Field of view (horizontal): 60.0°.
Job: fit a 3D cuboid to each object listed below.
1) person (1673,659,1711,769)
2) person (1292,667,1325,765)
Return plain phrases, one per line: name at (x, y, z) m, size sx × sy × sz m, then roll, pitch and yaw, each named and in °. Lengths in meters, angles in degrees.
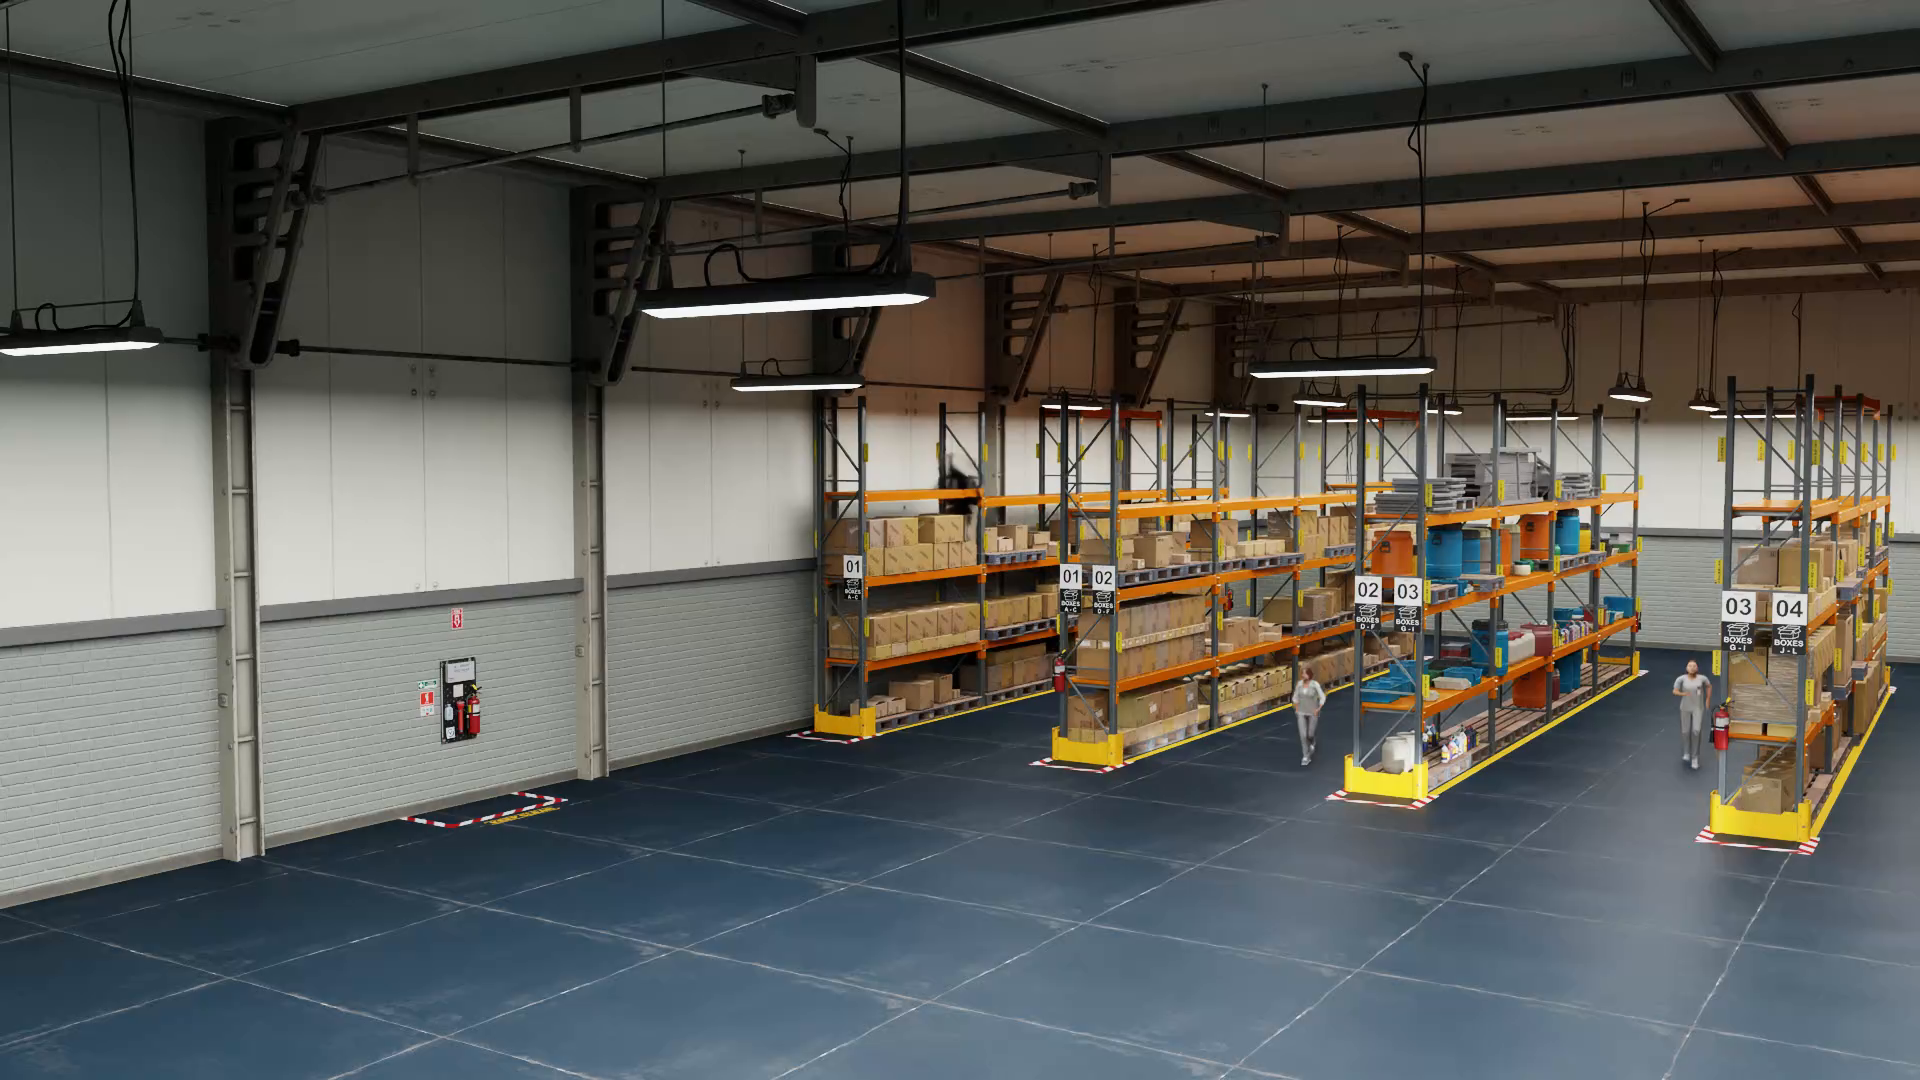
person at (11.721, 2.773, 26.650) m, size 0.554 × 1.718 × 0.797 m, roll 1°, pitch 3°, yaw 27°
person at (5.619, 2.823, 26.824) m, size 0.536 × 1.568 × 0.505 m, roll 1°, pitch 3°, yaw 26°
